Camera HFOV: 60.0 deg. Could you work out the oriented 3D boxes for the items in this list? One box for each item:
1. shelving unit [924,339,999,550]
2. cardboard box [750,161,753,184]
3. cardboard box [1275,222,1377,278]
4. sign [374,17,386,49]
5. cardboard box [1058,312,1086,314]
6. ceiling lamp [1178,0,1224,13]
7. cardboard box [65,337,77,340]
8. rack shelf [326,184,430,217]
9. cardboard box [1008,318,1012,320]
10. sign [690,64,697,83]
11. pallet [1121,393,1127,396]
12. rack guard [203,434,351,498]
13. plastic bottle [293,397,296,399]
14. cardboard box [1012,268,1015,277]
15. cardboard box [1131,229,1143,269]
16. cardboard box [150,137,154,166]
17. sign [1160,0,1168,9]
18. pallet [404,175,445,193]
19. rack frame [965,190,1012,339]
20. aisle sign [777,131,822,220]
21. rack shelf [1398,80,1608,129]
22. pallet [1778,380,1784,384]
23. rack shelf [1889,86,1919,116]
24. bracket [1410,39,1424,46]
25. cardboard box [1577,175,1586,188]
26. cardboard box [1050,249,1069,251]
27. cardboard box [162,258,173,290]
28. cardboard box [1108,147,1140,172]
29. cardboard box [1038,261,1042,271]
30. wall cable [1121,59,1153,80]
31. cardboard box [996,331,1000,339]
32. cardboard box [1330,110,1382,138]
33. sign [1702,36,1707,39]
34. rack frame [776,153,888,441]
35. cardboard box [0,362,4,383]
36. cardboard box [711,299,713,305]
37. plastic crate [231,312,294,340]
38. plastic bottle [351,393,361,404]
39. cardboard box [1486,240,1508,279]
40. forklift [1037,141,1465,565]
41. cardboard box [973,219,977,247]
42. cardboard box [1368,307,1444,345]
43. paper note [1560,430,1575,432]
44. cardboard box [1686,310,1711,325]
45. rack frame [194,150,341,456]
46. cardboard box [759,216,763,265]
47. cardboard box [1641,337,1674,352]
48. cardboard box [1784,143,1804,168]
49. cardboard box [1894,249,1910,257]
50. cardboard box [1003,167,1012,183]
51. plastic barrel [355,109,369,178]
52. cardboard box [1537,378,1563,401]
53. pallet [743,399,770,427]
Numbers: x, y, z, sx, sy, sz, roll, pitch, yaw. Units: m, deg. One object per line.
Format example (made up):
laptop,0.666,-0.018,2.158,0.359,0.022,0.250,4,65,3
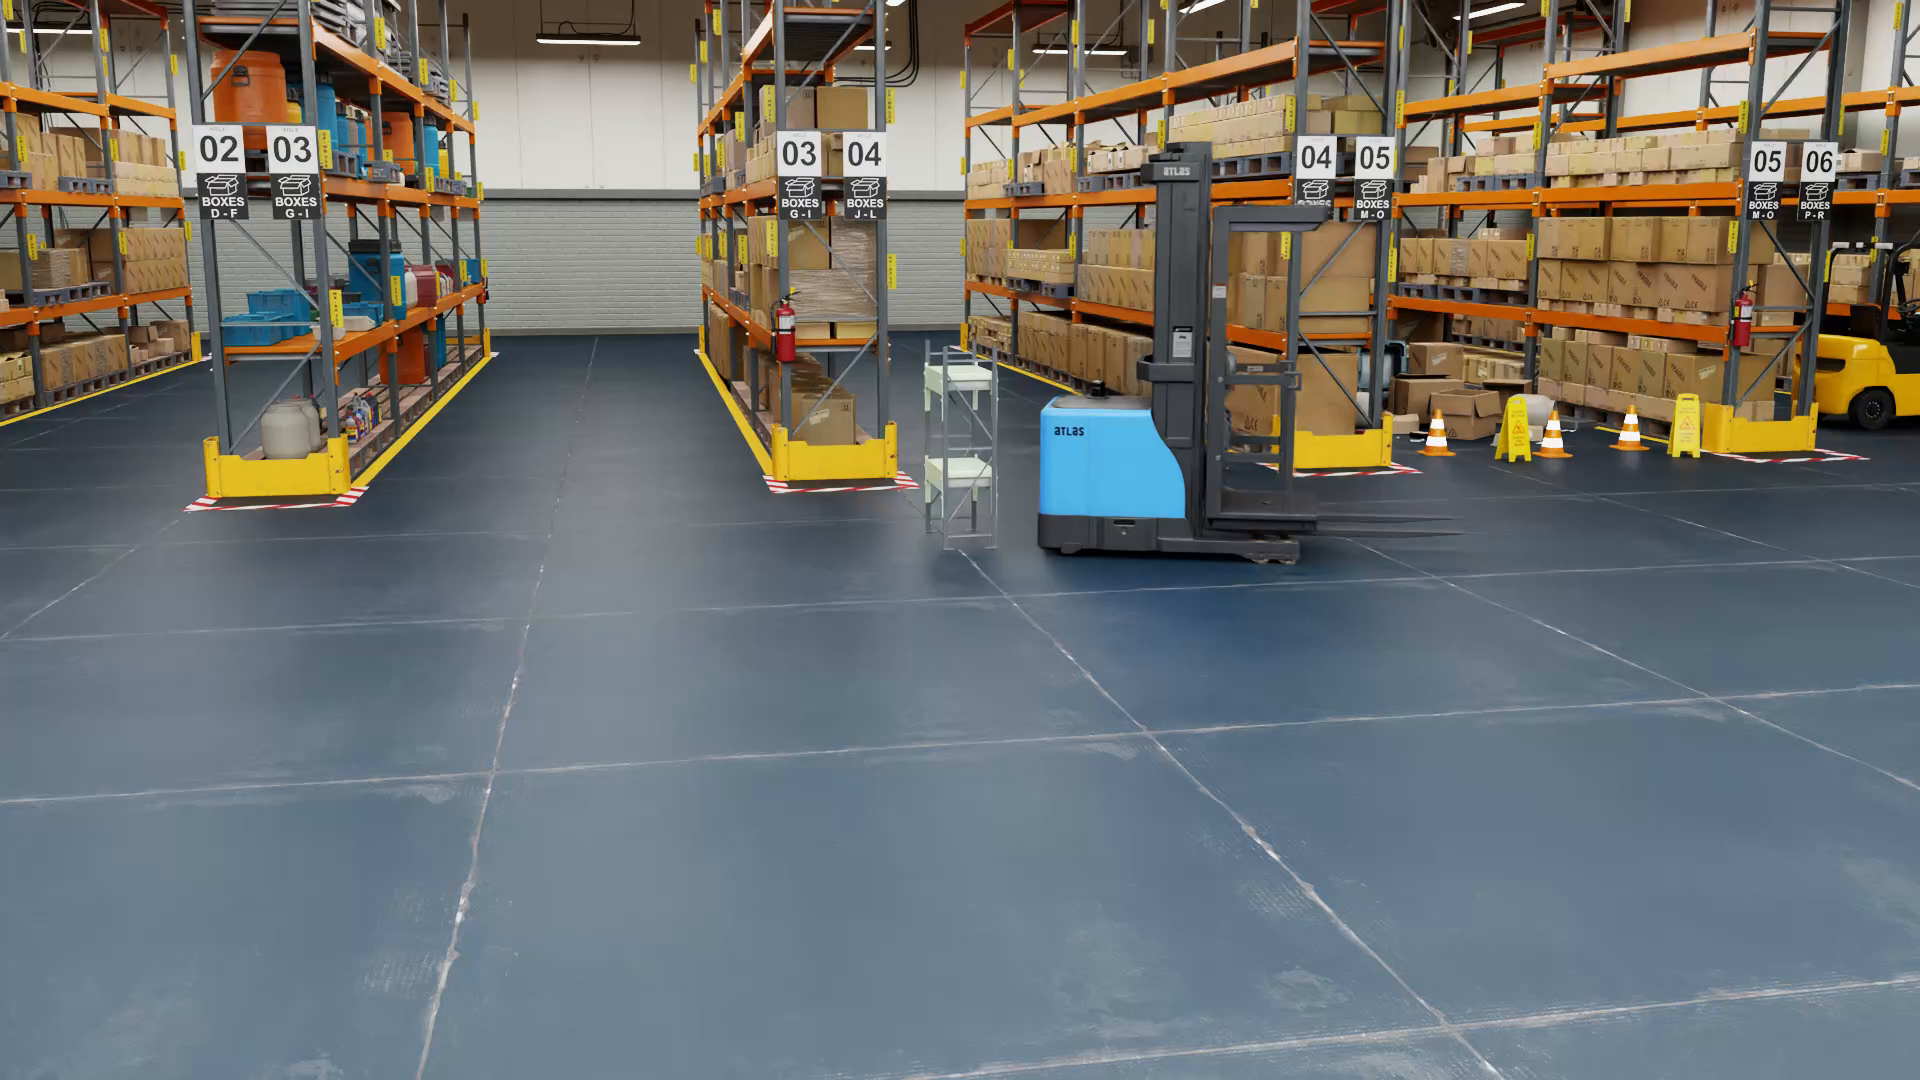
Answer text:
shelving unit,0.001,-0.736,12.550,0.431,1.500,0.755,-2,11,-11
cardboard box,-2.013,-4.010,18.122,0.500,0.250,0.500,-2,11,-12
cardboard box,3.671,-2.901,16.626,0.875,0.550,0.550,-2,11,-11
sign,-6.274,-5.481,17.987,0.100,0.325,0.005,-2,11,-11
cardboard box,1.851,-3.553,26.896,0.500,0.250,0.500,-2,11,-8
ceiling lamp,4.228,-10.209,26.654,0.800,3.185,2.000,-2,11,-11
cardboard box,-13.261,-2.700,24.368,0.500,0.500,0.500,-2,11,-10
rack shelf,-7.205,-4.106,20.148,1.077,0.370,4.000,-2,11,-11
cardboard box,1.101,-4.031,30.764,0.380,0.149,0.250,-3,11,-13
sign,-4.837,-8.465,30.180,0.100,0.325,0.005,-2,11,-11
pallet,2.704,-1.730,21.220,1.003,0.211,1.213,-2,11,-11
rack guard,-6.099,-0.670,14.877,1.175,0.500,0.348,-2,11,-11
plastic bottle,-7.029,-1.336,17.601,0.144,0.351,0.185,-3,11,-13
cardboard box,1.057,-4.371,27.190,0.380,0.149,0.250,-2,11,-10
cardboard box,2.625,-3.779,21.587,0.700,0.500,0.500,-2,11,-11
cardboard box,-13.879,-6.466,27.681,0.700,0.500,0.500,-2,11,-11
sign,2.398,-6.384,19.459,0.100,0.325,0.005,-2,11,-11
pallet,-7.646,-4.877,22.781,1.003,0.211,1.213,-2,11,-11
rack frame,0.594,-5.162,31.794,1.000,3.000,0.127,-2,11,-11
aisle sign,-1.461,-3.320,15.166,0.394,0.787,0.004,-2,11,-11
rack shelf,7.375,-5.923,22.744,1.077,0.370,4.000,-2,11,-11
pallet,11.976,-2.552,25.540,1.003,0.211,1.213,-2,11,-11
rack shelf,13.021,-5.371,19.842,1.077,0.370,4.000,-2,11,-11
bracket,9.685,-11.360,38.686,0.076,0.066,5.218,-2,11,-11
cardboard box,7.736,-4.352,20.189,0.380,0.149,0.250,-2,11,-11
cardboard box,1.694,-4.687,27.259,0.380,0.149,0.250,-2,11,-13
cardboard box,-13.459,-4.430,27.684,0.500,0.500,0.500,-2,11,-11
cardboard box,2.272,-5.053,22.047,0.500,0.311,0.500,-2,11,-12
cardboard box,1.405,-4.186,25.422,0.380,0.149,0.250,-2,11,-11
wall cable,4.785,-9.367,37.844,2.355,3.000,0.029,-2,11,-11
cardboard box,0.843,-3.620,29.397,0.380,0.149,0.250,-2,11,-10
cardboard box,3.864,-4.126,16.547,0.500,0.250,0.500,-2,11,-11
sign,11.323,-7.498,25.311,0.100,0.325,0.005,-2,11,-11
rack frame,-1.179,-2.065,15.526,1.000,3.000,0.127,-2,11,-11
cardboard box,-11.907,-2.029,20.067,0.500,0.311,0.500,-2,11,-11
cardboard box,-4.088,-4.048,30.501,0.875,0.875,0.875,-2,11,-11
plastic crate,-6.549,-2.012,15.645,0.499,0.251,0.408,-2,11,-11
plastic bottle,-6.549,-1.421,18.047,0.144,0.351,0.185,-2,11,-11
cardboard box,7.351,-3.728,22.076,0.500,0.500,0.500,-2,11,-11
forklift,2.125,-1.372,12.068,3.031,2.935,1.130,2,11,8
cardboard box,0.525,-5.664,30.695,0.500,0.500,0.500,-2,11,-9
cardboard box,6.933,-3.185,25.969,0.875,0.875,0.875,-2,11,-12
paper note,7.057,-1.276,19.321,0.142,0.019,0.148,-6,13,-31
cardboard box,8.101,-2.406,17.985,0.380,0.149,0.250,-2,11,-12
rack frame,-6.038,-1.885,14.579,1.000,3.000,0.127,-2,11,-11
cardboard box,-1.815,-3.119,17.324,0.500,0.500,0.500,-2,11,-11
cardboard box,7.947,-2.217,18.812,0.380,0.149,0.250,-2,11,-10
cardboard box,8.705,-4.074,17.660,0.500,0.250,0.500,-2,11,-12
cardboard box,12.403,-3.785,21.764,0.380,0.149,0.250,-2,11,-10
cardboard box,1.033,-6.149,28.022,0.500,0.250,0.500,-3,11,-14
plastic barrel,-7.382,-4.664,19.815,0.600,0.901,0.708,-2,11,-11
cardboard box,7.613,-1.897,20.871,0.500,0.250,0.500,-3,11,-14
pallet,-2.110,-1.572,20.391,1.003,0.211,1.213,-2,11,-11
